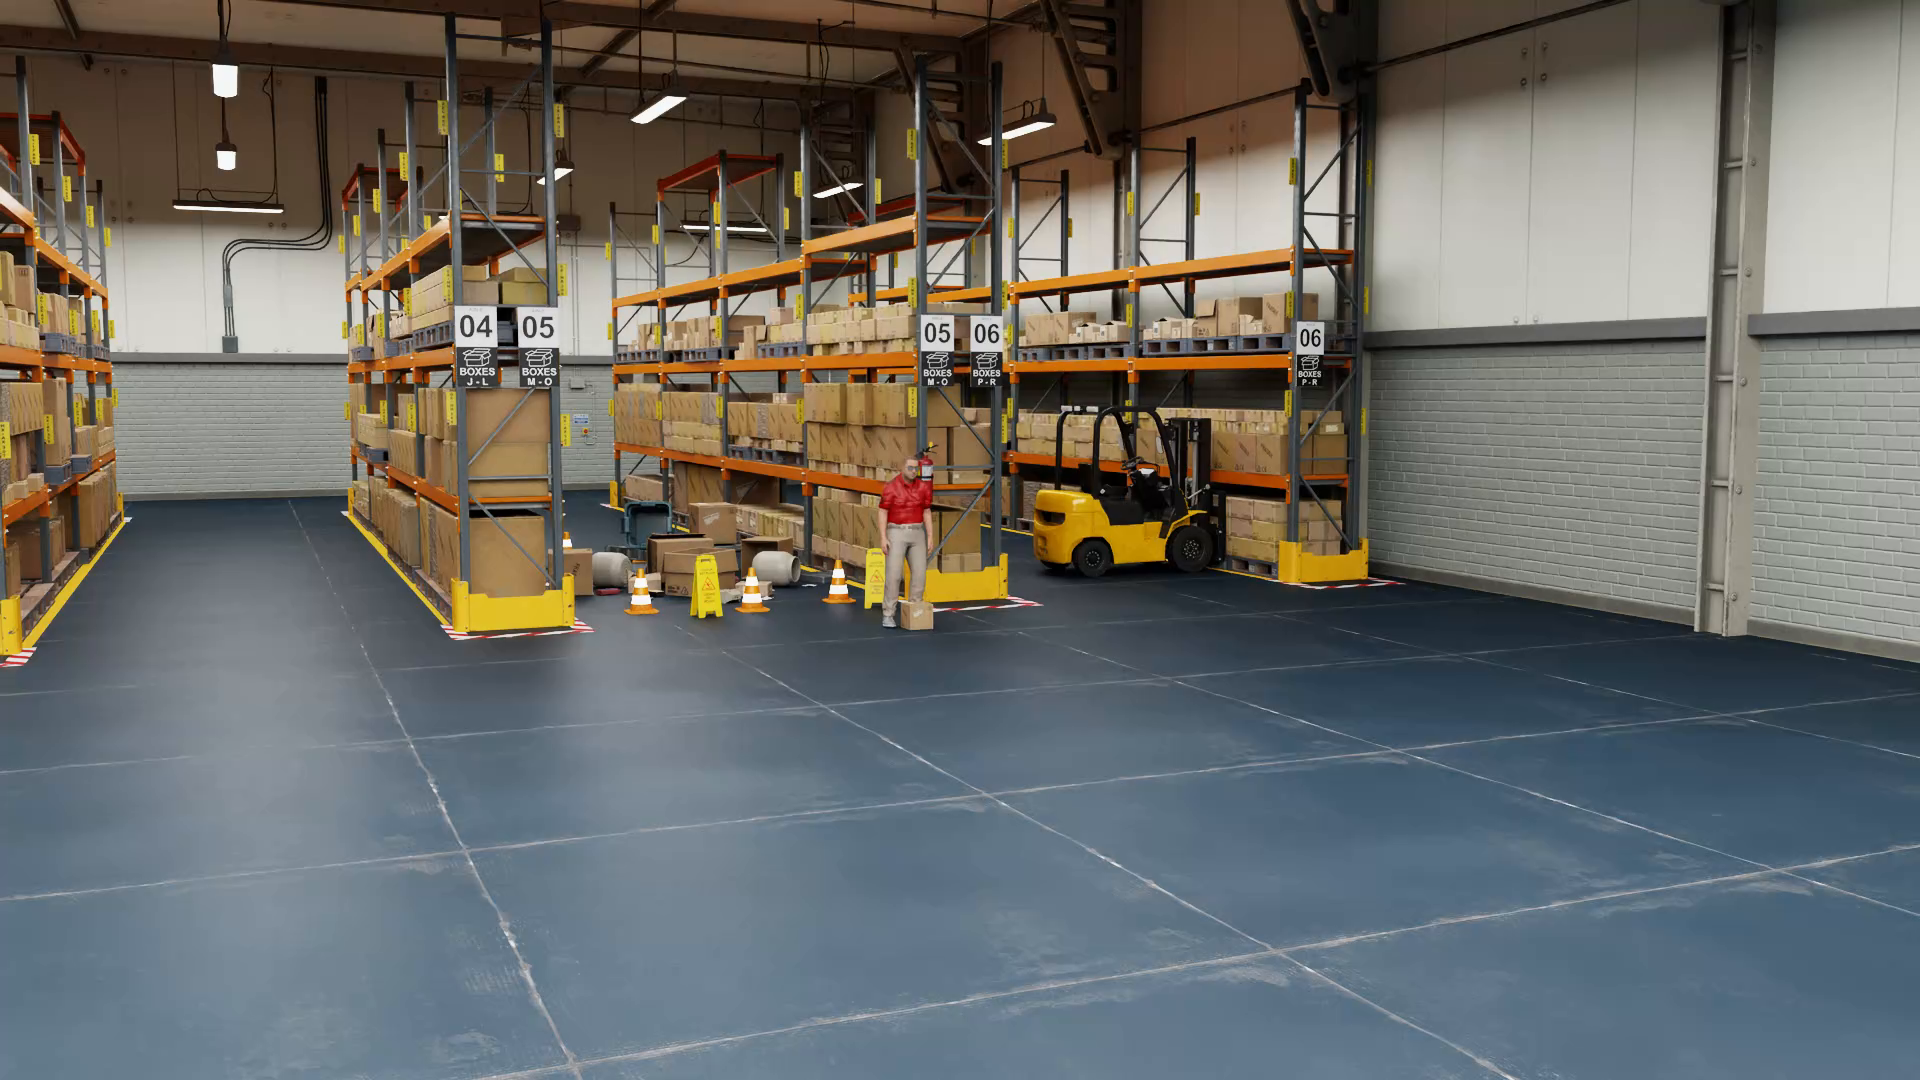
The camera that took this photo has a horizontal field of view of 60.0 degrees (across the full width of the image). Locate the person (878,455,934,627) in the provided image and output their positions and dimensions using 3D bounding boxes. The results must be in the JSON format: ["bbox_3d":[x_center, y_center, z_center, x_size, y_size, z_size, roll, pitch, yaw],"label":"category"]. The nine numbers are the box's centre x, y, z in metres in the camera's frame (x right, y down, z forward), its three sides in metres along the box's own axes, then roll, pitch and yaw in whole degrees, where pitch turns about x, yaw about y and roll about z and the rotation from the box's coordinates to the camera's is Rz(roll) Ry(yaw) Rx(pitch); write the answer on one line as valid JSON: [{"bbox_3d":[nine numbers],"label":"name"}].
[{"bbox_3d":[-0.541,0.000,16.824,0.585,1.727,0.390,-2,6,-24],"label":"person"}]
